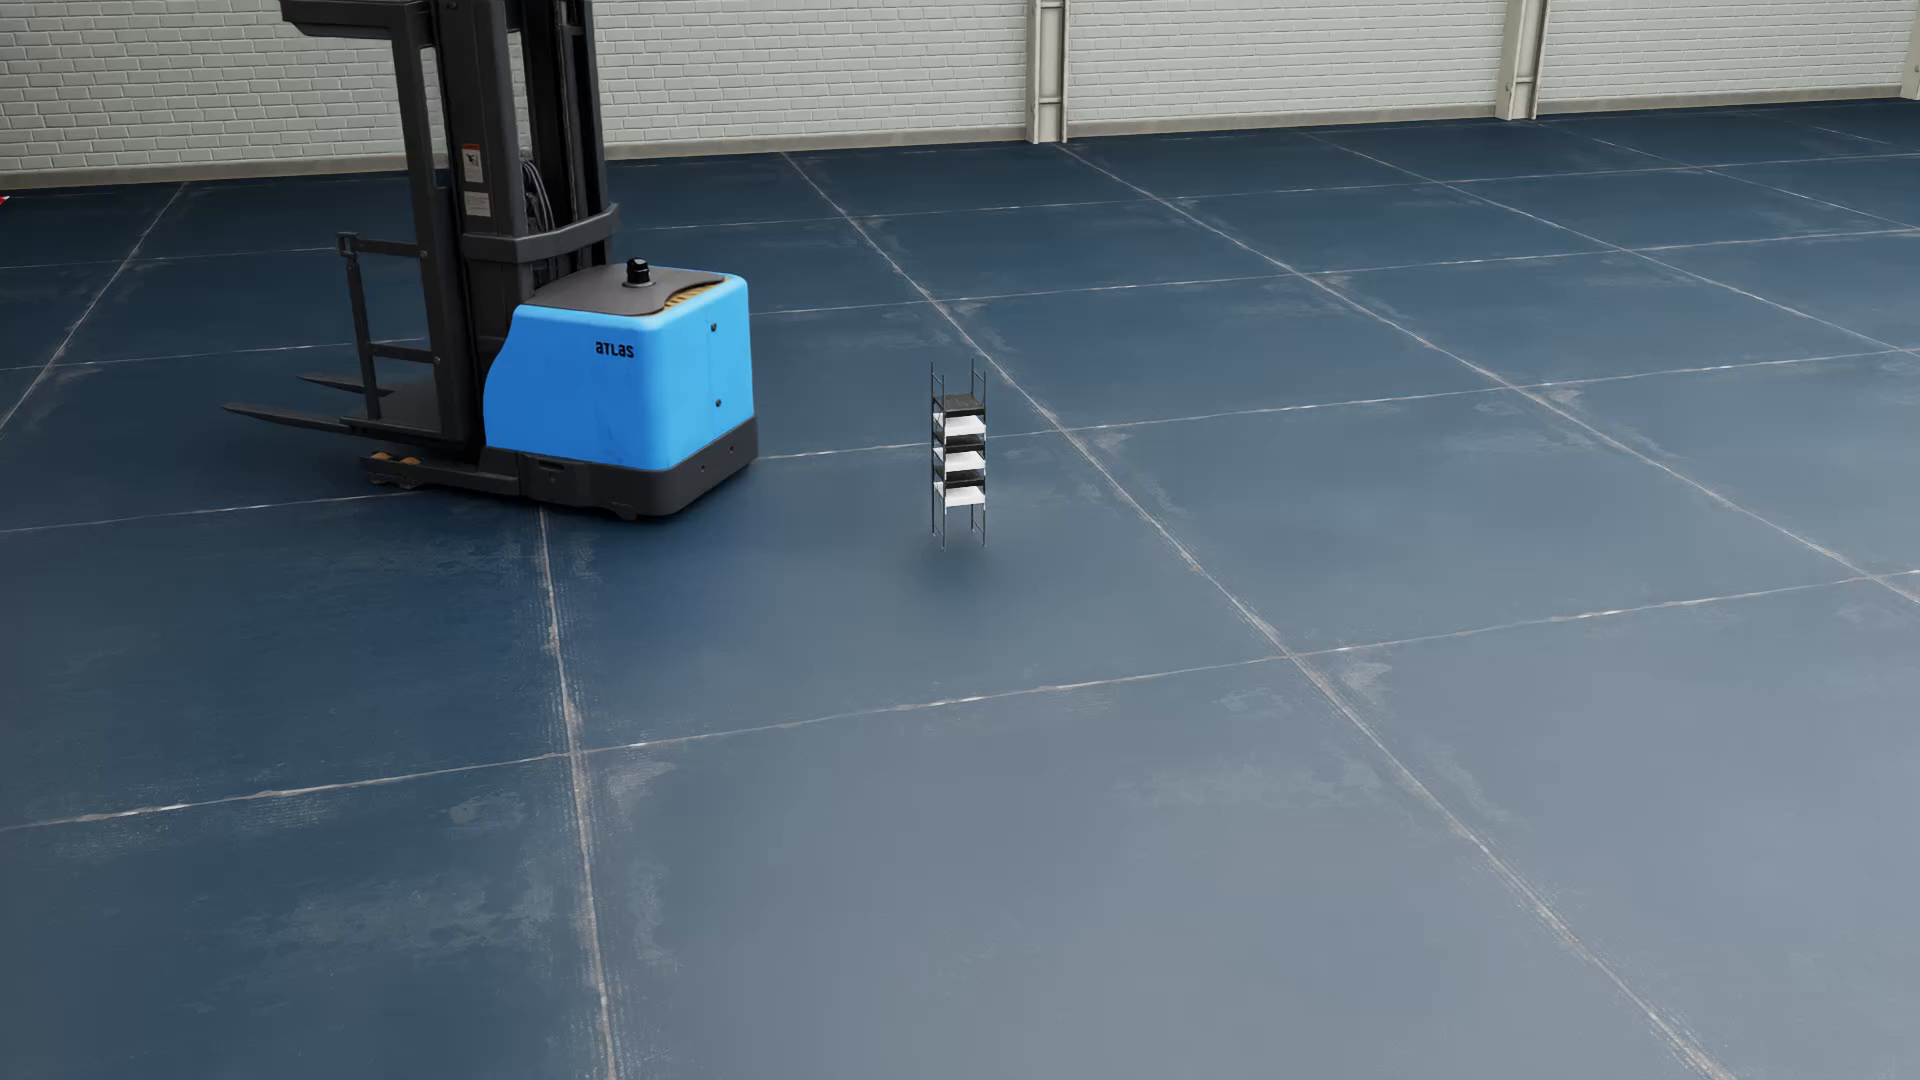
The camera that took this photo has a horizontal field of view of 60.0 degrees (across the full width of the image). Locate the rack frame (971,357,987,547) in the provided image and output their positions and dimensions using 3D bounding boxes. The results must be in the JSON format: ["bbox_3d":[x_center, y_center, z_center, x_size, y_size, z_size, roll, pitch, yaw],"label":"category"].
[{"bbox_3d":[0.090,-0.424,8.096,0.006,0.900,0.240,-6,24,-14],"label":"rack frame"}]

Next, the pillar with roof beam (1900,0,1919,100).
[{"bbox_3d":[13.686,-8.278,16.131,0.400,9.000,9.100,-6,24,-14],"label":"pillar with roof beam"}]

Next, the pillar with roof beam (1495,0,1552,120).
[{"bbox_3d":[7.909,-7.639,14.641,0.400,9.000,9.100,-6,24,-14],"label":"pillar with roof beam"}]

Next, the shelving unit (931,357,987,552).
[{"bbox_3d":[-0.008,-0.413,8.071,0.210,0.900,0.258,-6,24,-14],"label":"shelving unit"}]

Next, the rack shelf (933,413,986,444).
[{"bbox_3d":[-0.008,-0.547,8.013,0.200,0.077,0.258,-6,24,-14],"label":"rack shelf"}]

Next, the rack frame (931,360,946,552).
[{"bbox_3d":[-0.106,-0.402,8.045,0.006,0.900,0.240,-6,24,-14],"label":"rack frame"}]

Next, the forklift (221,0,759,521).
[{"bbox_3d":[-2.677,-1.801,8.729,3.031,2.935,1.130,9,25,20],"label":"forklift"}]

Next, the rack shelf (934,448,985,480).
[{"bbox_3d":[-0.008,-0.382,8.084,0.200,0.077,0.258,-6,24,-14],"label":"rack shelf"}]

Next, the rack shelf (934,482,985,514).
[{"bbox_3d":[-0.008,-0.217,8.155,0.200,0.077,0.258,-6,24,-14],"label":"rack shelf"}]

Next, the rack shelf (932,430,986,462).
[{"bbox_3d":[-0.008,-0.465,8.048,0.200,0.077,0.258,-6,24,-14],"label":"rack shelf"}]

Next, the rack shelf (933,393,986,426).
[{"bbox_3d":[-0.008,-0.630,7.977,0.200,0.077,0.258,-6,24,-14],"label":"rack shelf"}]

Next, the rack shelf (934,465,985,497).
[{"bbox_3d":[-0.008,-0.299,8.119,0.200,0.077,0.258,-6,24,-14],"label":"rack shelf"}]

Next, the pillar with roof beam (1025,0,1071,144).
[{"bbox_3d":[2.132,-7.000,13.152,0.400,9.000,9.100,-6,24,-14],"label":"pillar with roof beam"}]
